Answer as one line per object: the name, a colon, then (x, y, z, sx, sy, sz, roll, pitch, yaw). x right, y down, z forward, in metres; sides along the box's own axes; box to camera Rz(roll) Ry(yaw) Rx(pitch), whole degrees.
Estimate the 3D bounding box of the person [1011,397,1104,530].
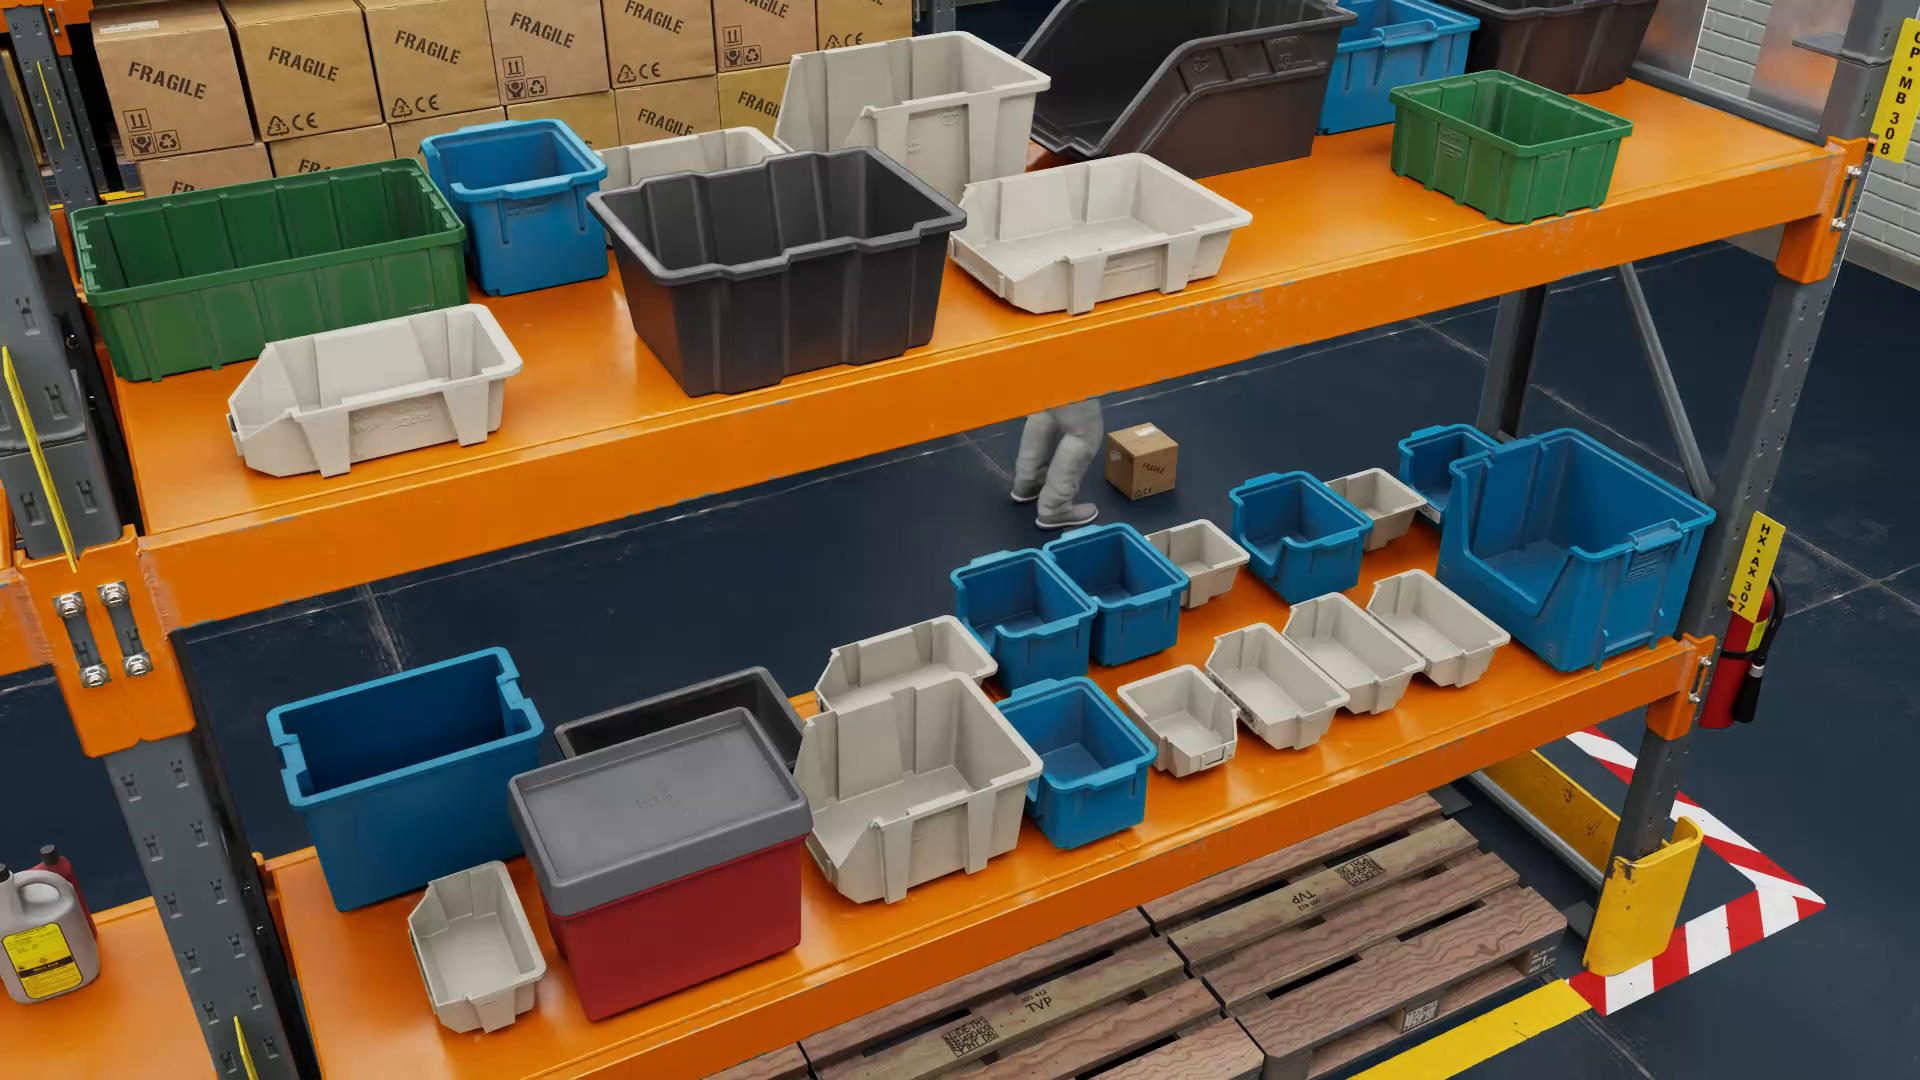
person: (0.430, -0.874, 7.556, 0.517, 1.690, 0.561, -15, 36, -22)
